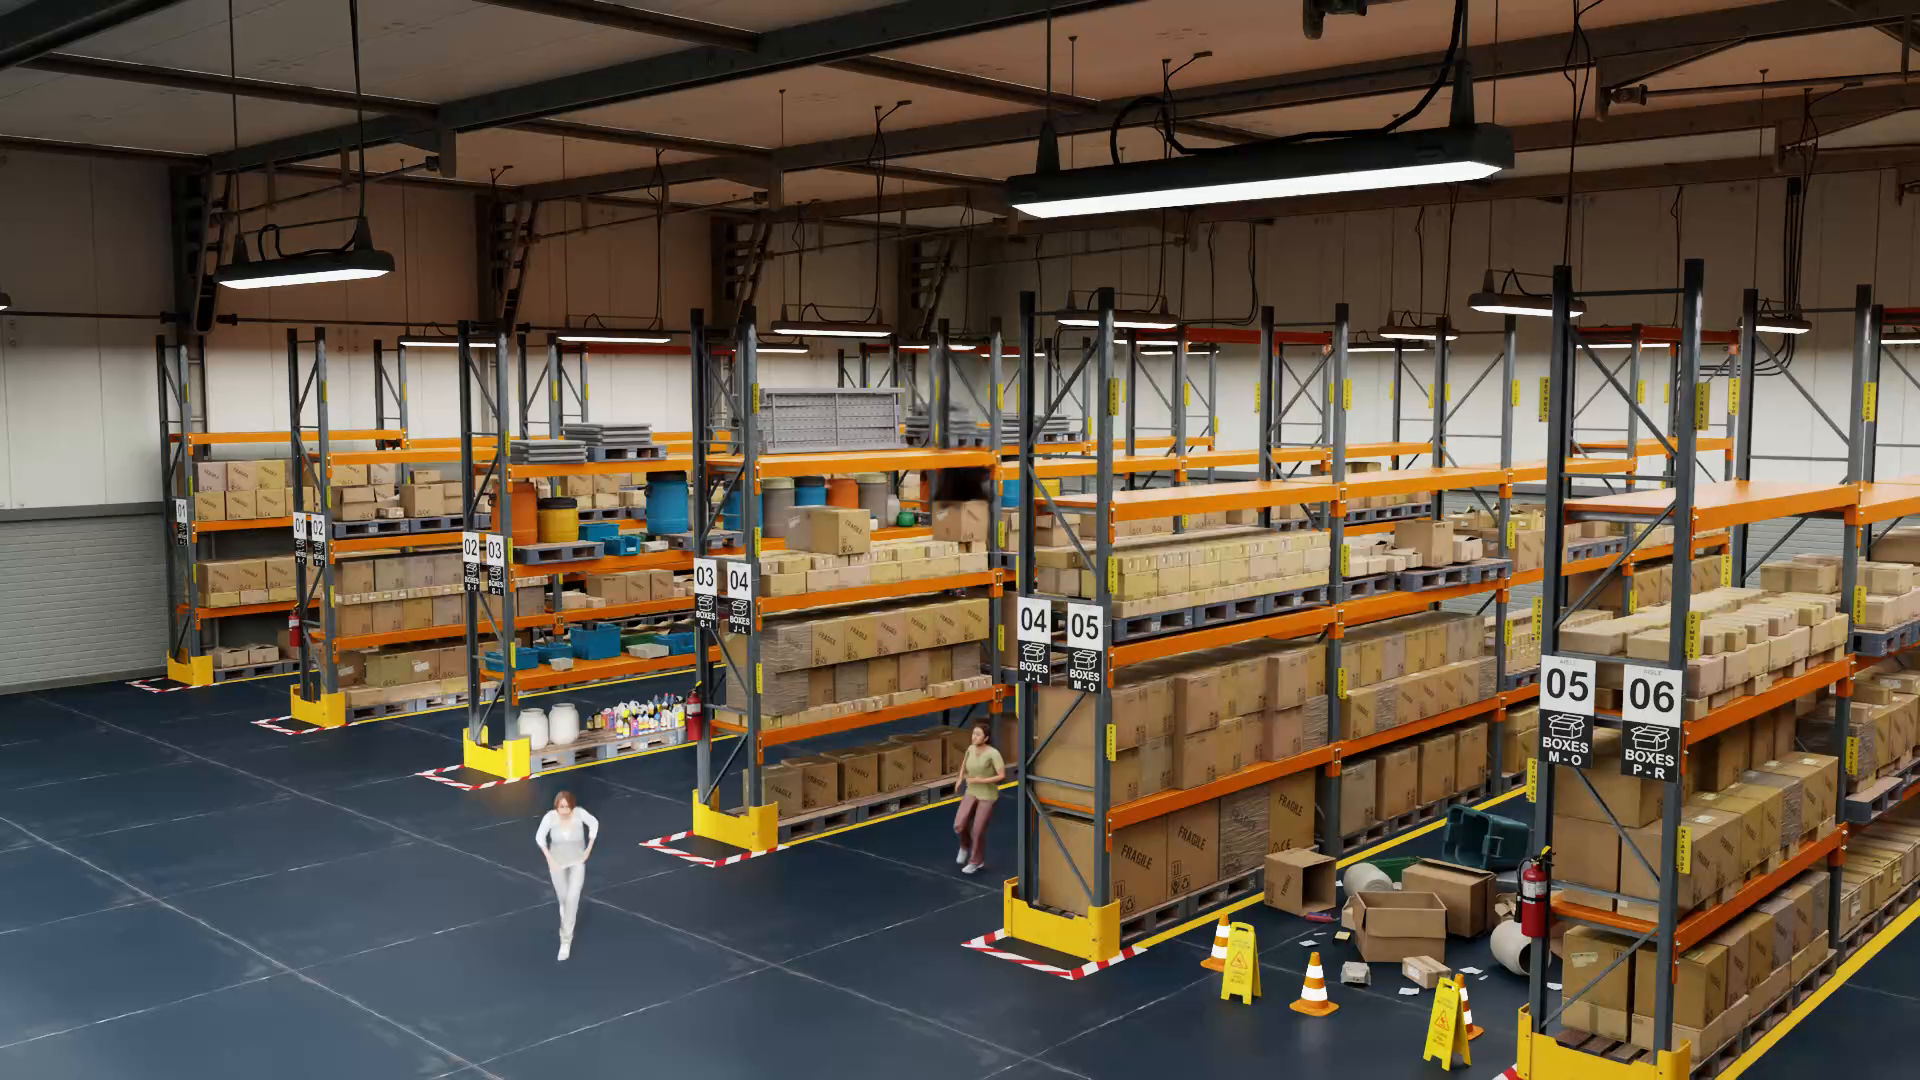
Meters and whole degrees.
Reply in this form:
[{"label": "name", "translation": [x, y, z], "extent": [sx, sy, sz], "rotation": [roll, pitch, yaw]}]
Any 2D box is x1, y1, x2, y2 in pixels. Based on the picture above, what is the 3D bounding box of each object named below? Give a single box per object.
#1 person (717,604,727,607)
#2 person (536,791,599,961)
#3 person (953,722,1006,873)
[{"label": "person", "translation": [-4.944, 1.035, 34.794], "extent": [0.699, 1.747, 0.678], "rotation": [3, 6, 31]}, {"label": "person", "translation": [-3.613, 2.989, 15.303], "extent": [0.560, 1.549, 0.900], "rotation": [-2, 6, -17]}, {"label": "person", "translation": [0.185, 2.723, 17.511], "extent": [0.666, 1.627, 0.579], "rotation": [2, 6, 24]}]
